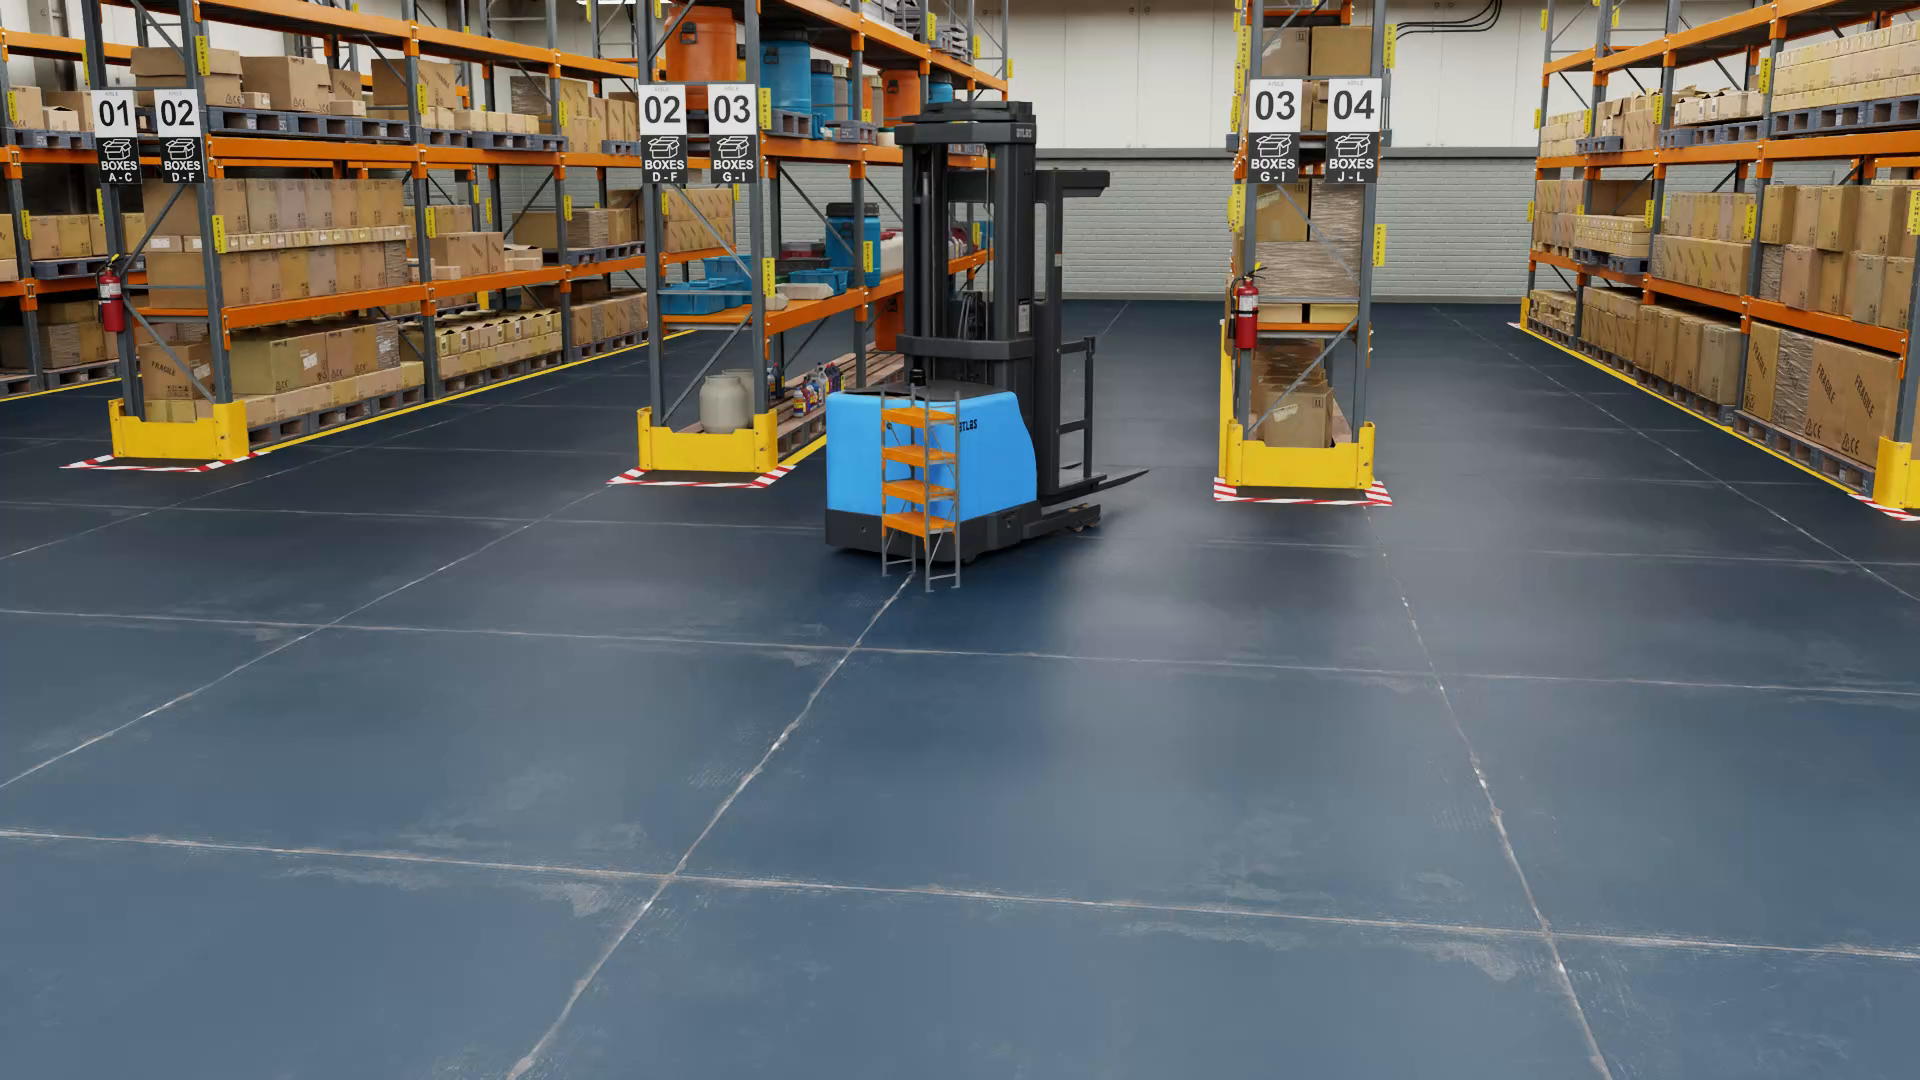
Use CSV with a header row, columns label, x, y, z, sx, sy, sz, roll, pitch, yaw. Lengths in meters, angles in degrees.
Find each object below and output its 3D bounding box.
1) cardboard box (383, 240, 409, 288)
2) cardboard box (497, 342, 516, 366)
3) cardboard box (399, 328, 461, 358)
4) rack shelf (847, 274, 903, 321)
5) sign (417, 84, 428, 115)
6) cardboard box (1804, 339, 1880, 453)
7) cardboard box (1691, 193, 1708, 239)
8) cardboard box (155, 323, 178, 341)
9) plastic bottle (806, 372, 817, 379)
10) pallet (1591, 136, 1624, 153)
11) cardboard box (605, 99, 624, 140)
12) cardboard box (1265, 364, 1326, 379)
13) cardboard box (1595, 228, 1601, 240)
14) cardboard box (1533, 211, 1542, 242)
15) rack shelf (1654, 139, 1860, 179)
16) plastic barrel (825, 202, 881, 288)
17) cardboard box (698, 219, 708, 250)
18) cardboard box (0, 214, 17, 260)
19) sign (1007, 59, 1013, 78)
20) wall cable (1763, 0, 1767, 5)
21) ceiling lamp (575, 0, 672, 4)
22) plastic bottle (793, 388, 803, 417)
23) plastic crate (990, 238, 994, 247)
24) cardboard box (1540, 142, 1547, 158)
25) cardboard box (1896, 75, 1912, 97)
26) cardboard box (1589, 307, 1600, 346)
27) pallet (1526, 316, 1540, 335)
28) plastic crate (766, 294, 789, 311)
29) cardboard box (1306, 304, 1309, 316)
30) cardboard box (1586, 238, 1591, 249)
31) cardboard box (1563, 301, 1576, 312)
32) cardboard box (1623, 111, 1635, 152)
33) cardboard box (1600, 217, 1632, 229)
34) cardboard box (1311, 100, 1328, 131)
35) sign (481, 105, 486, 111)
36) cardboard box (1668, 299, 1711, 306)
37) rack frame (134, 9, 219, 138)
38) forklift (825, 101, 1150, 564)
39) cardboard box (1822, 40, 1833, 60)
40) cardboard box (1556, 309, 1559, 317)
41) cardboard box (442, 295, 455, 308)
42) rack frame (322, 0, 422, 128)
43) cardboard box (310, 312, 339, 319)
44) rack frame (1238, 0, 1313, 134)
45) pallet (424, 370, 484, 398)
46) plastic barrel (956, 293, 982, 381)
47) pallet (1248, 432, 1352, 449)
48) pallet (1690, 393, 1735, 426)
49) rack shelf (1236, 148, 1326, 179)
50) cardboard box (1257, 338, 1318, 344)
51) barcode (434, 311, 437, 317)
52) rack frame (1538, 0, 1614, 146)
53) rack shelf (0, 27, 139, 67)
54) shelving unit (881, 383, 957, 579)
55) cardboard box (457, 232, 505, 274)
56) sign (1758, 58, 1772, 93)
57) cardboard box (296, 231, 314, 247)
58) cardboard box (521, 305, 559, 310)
label,x,y,z,sx,sy,sz,roll,pitch,yaw
cardboard box,-6.479,-3.024,18.168,0.700,0.500,0.500,2,12,7
cardboard box,-5.874,-2.325,20.692,0.500,0.250,0.500,2,12,10
cardboard box,-6.107,-2.281,19.156,0.500,0.311,0.500,2,12,9
rack shelf,-1.216,-2.971,19.868,1.077,0.370,4.000,2,12,9
sign,-5.868,-4.808,18.148,0.100,0.325,0.005,2,12,9
cardboard box,7.813,-1.225,14.103,0.875,0.875,0.875,2,12,8
cardboard box,8.639,-3.629,18.603,0.700,0.500,0.500,2,12,8
cardboard box,-10.950,-2.798,22.247,0.700,0.500,0.500,2,12,9
plastic bottle,-1.517,-1.606,17.248,0.152,0.276,0.135,2,12,9
pallet,9.130,-5.263,22.121,1.213,0.211,1.003,2,12,9
cardboard box,-5.417,-6.260,24.830,0.600,0.600,0.600,2,12,8
cardboard box,3.171,-1.396,15.788,0.500,0.500,0.500,1,12,4
cardboard box,8.775,-4.117,22.371,0.380,0.149,0.250,2,12,8
cardboard box,9.760,-5.172,27.429,0.500,0.500,0.500,2,12,11
rack shelf,8.564,-4.095,17.964,1.077,0.370,4.000,2,12,9
plastic barrel,-1.164,-3.222,18.135,0.600,0.901,0.708,2,12,9
cardboard box,-4.607,-5.196,28.246,0.500,0.500,0.500,2,12,8
cardboard box,-11.079,-3.422,18.781,0.500,0.500,0.500,2,12,9
sign,0.868,-8.165,28.786,0.100,0.325,0.005,2,12,9
wall cable,15.605,-9.049,32.121,0.463,3.000,0.029,2,12,9
ceiling lamp,-6.559,-11.989,31.907,2.000,3.185,0.800,2,12,9
plastic bottle,-1.552,-1.322,15.942,0.097,0.271,0.097,0,12,0
plastic crate,0.376,-5.129,28.658,0.396,0.136,0.243,2,12,9
cardboard box,9.780,-6.370,27.168,0.500,0.250,0.500,2,12,11
cardboard box,7.397,-3.462,12.679,0.380,0.149,0.250,2,12,9
cardboard box,9.031,-2.958,23.033,0.500,0.500,0.500,2,12,11
pallet,9.930,-3.515,27.304,1.003,0.211,1.213,2,12,9
plastic crate,-1.683,-2.121,14.840,0.298,0.136,0.250,2,12,9
cardboard box,3.164,-1.998,14.240,0.380,0.149,0.250,2,12,9
cardboard box,8.853,-4.083,22.918,0.380,0.149,0.250,2,12,9
cardboard box,9.316,-3.521,25.070,0.380,0.149,0.250,2,12,8
cardboard box,8.853,-5.248,21.366,0.500,0.500,0.500,2,12,9
cardboard box,8.736,-4.210,22.098,0.380,0.149,0.250,2,12,10
cardboard box,3.085,-3.398,13.378,0.500,0.250,0.500,2,12,10
sign,-6.338,-5.638,22.185,0.100,0.325,0.005,2,12,9
cardboard box,9.217,-2.883,20.906,0.500,0.250,0.500,1,12,6
rack frame,-10.697,-6.993,22.581,1.000,3.000,0.127,2,12,9
forklift,9.069,-2.004,13.836,13.043,2.935,16.498,8,15,33
cardboard box,7.670,-4.222,14.314,0.380,0.149,0.250,2,12,9
cardboard box,9.491,-3.533,25.833,0.380,0.149,0.250,1,12,6
cardboard box,-9.552,-4.456,29.985,0.700,0.500,0.500,2,12,8
rack frame,-6.417,-6.000,17.976,1.000,3.000,0.127,2,12,9
cardboard box,-10.187,-3.723,25.753,0.750,0.750,0.750,2,12,10
rack frame,4.601,-7.344,24.211,1.000,3.000,0.127,2,12,9
pallet,-6.342,-1.859,19.620,1.003,0.211,1.213,2,12,9
plastic barrel,-0.449,-2.198,17.195,3.003,1.474,11.778,2,12,9
pallet,2.927,-0.734,14.398,1.003,0.211,1.213,2,12,9
pallet,8.301,-1.364,17.322,1.003,0.211,1.213,2,12,9
rack shelf,3.678,-4.277,18.807,1.077,0.370,4.000,2,12,9
cardboard box,3.579,-1.965,18.380,0.700,0.500,0.500,2,12,8
barcode,-5.966,-2.570,18.908,0.001,0.075,0.075,2,12,9
rack frame,10.102,-7.995,27.231,1.000,3.000,0.127,2,12,9
rack shelf,-11.005,-6.029,20.767,1.077,0.370,4.000,2,12,9
shelving unit,-0.245,-0.327,10.165,0.258,1.200,0.499,-8,15,-34
cardboard box,-6.044,-3.600,20.838,0.500,0.500,0.500,1,12,6
sign,7.719,-4.453,15.941,0.100,0.325,0.005,2,12,9
cardboard box,-6.563,-2.944,16.257,0.380,0.149,0.250,2,12,8
cardboard box,-5.890,-3.096,23.628,0.500,0.500,0.500,2,12,11
